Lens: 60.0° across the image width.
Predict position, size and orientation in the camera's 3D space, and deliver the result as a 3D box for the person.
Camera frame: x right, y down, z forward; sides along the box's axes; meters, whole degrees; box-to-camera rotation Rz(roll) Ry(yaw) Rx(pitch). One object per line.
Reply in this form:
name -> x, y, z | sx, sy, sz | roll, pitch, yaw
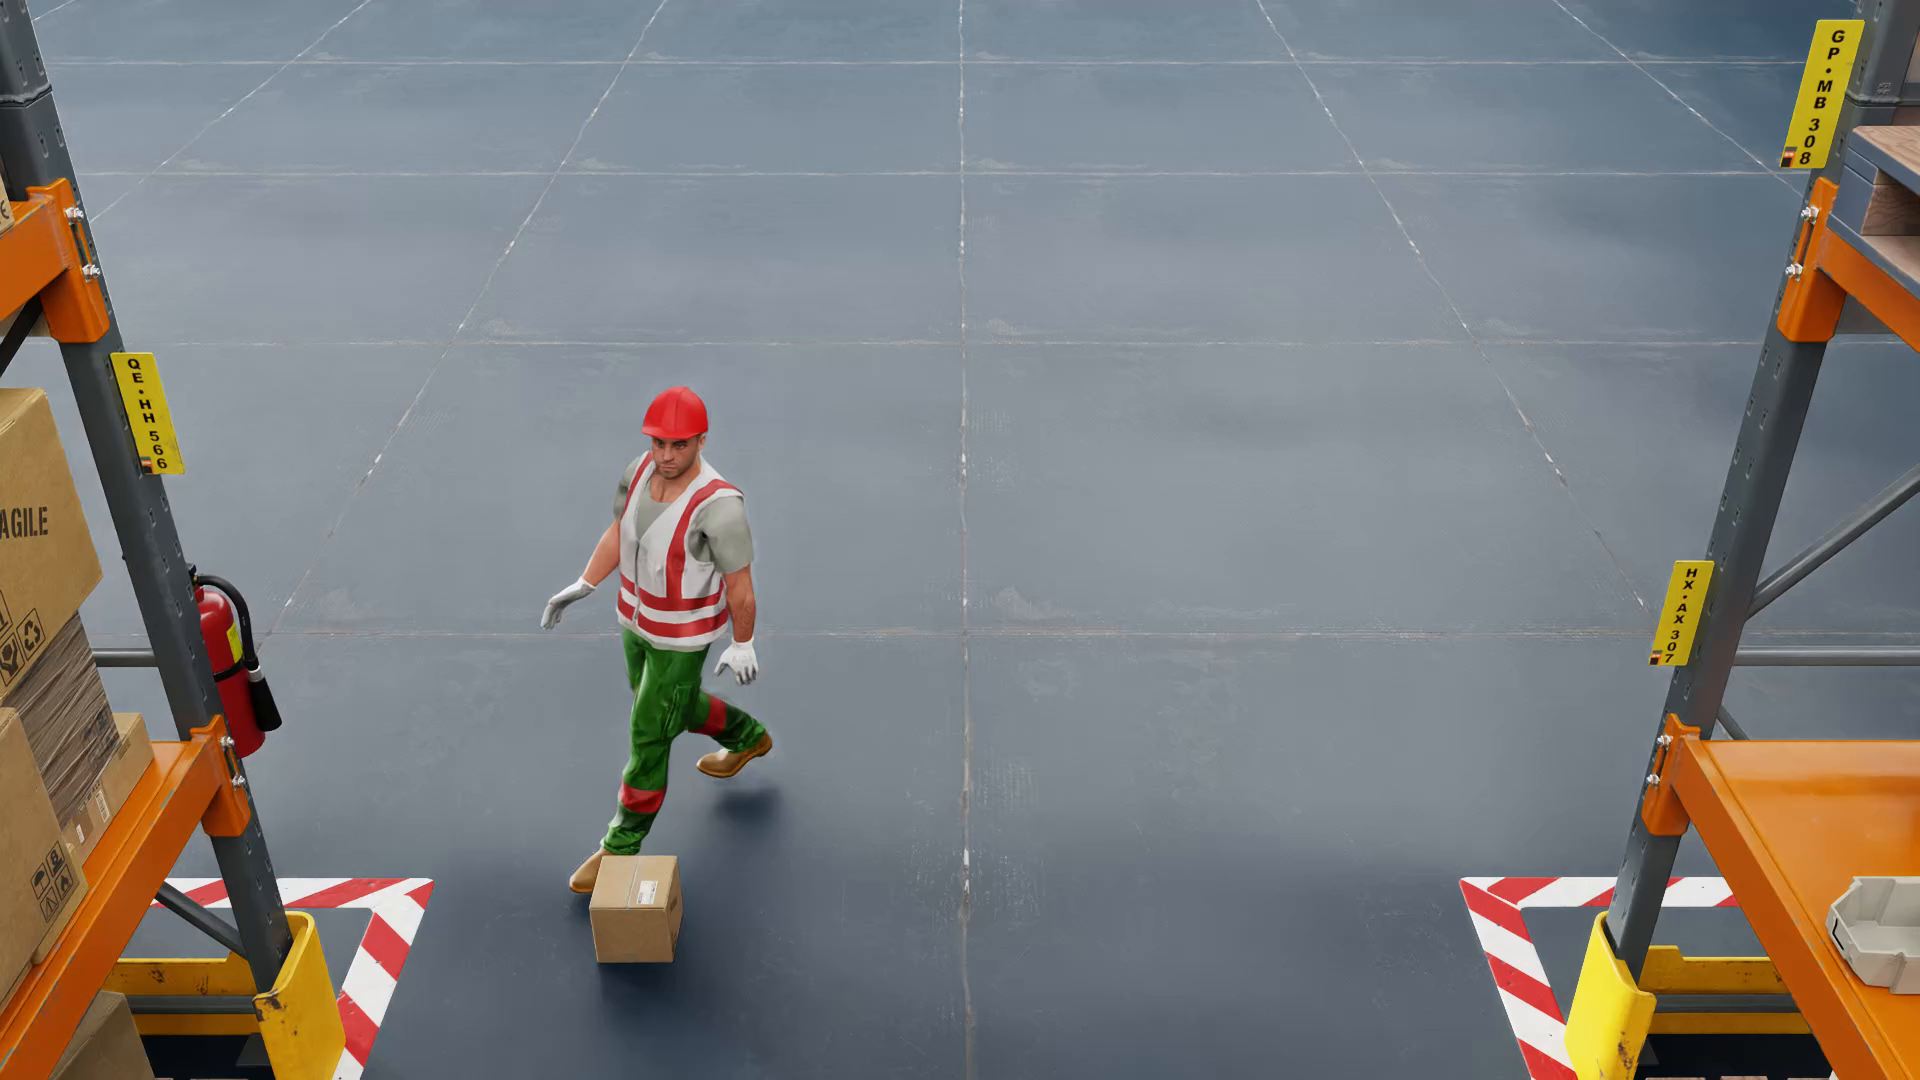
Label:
person -> -1.053, 0.308, 5.632 | 0.622, 1.743, 0.959 | 27, 40, 36
